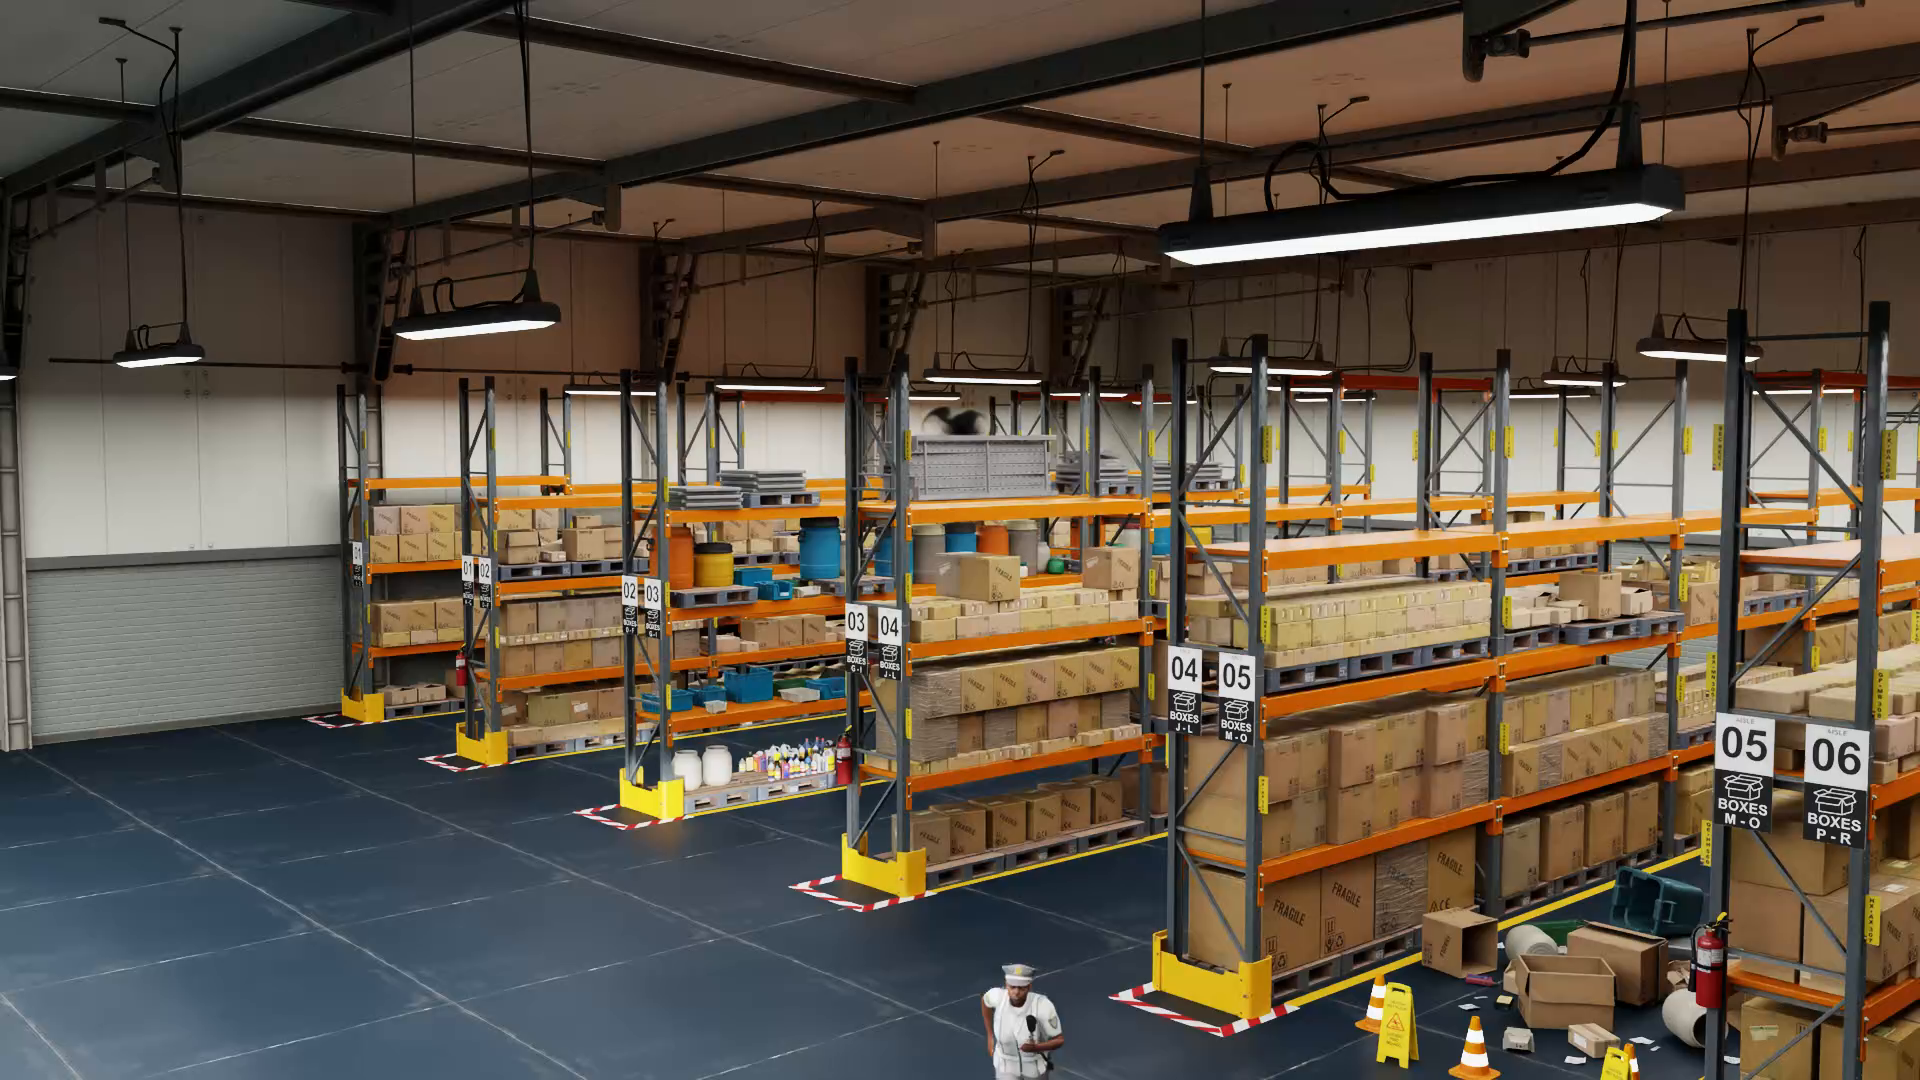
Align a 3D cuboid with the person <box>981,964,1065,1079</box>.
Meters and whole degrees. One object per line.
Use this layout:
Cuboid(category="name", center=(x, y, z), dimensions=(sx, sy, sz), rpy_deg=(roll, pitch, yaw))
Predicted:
Cuboid(category="person", center=(0.423, 3.611, 11.250), dimensions=(0.573, 1.686, 0.896), rpy_deg=(0, 4, 4))
